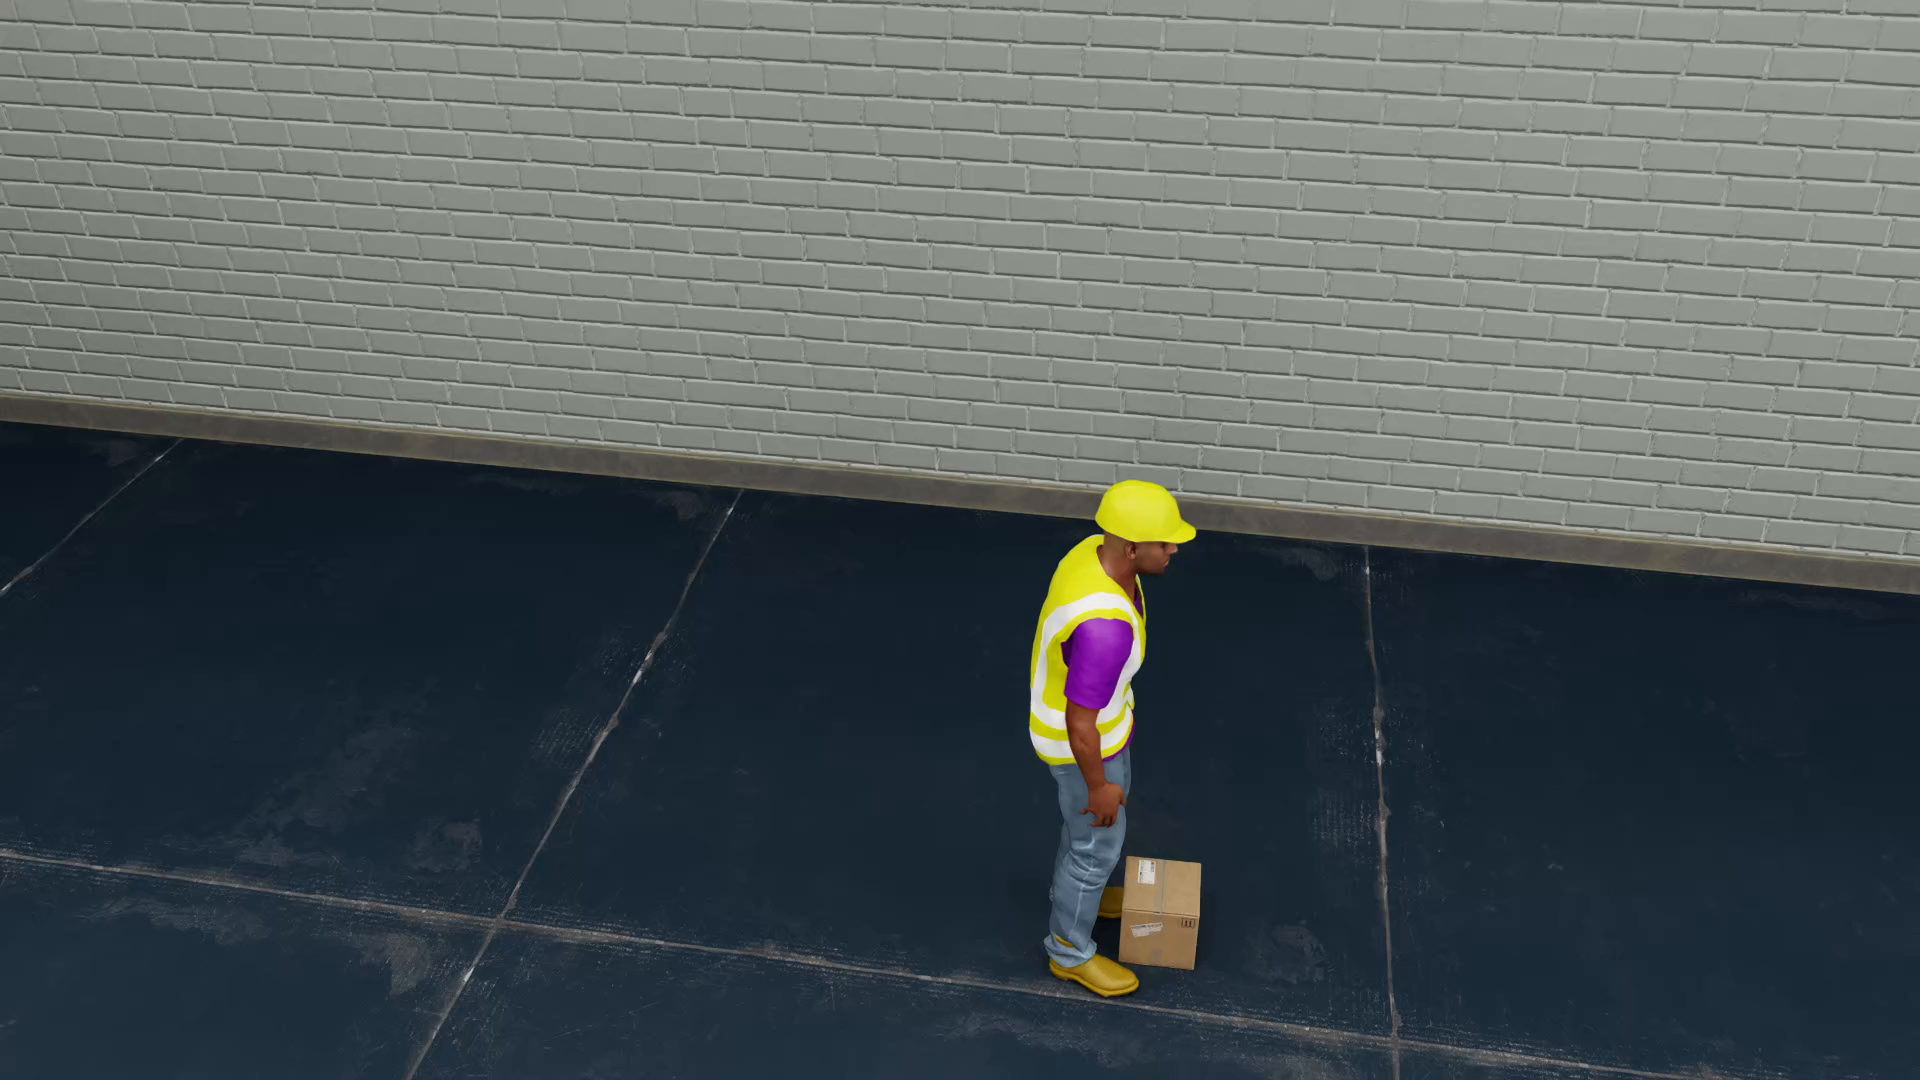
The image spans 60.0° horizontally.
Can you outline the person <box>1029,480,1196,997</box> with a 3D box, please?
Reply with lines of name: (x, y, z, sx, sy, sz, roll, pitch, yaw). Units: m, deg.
person: (0.447, 0.592, 5.180, 0.463, 1.760, 0.635, 5, 32, 7)
